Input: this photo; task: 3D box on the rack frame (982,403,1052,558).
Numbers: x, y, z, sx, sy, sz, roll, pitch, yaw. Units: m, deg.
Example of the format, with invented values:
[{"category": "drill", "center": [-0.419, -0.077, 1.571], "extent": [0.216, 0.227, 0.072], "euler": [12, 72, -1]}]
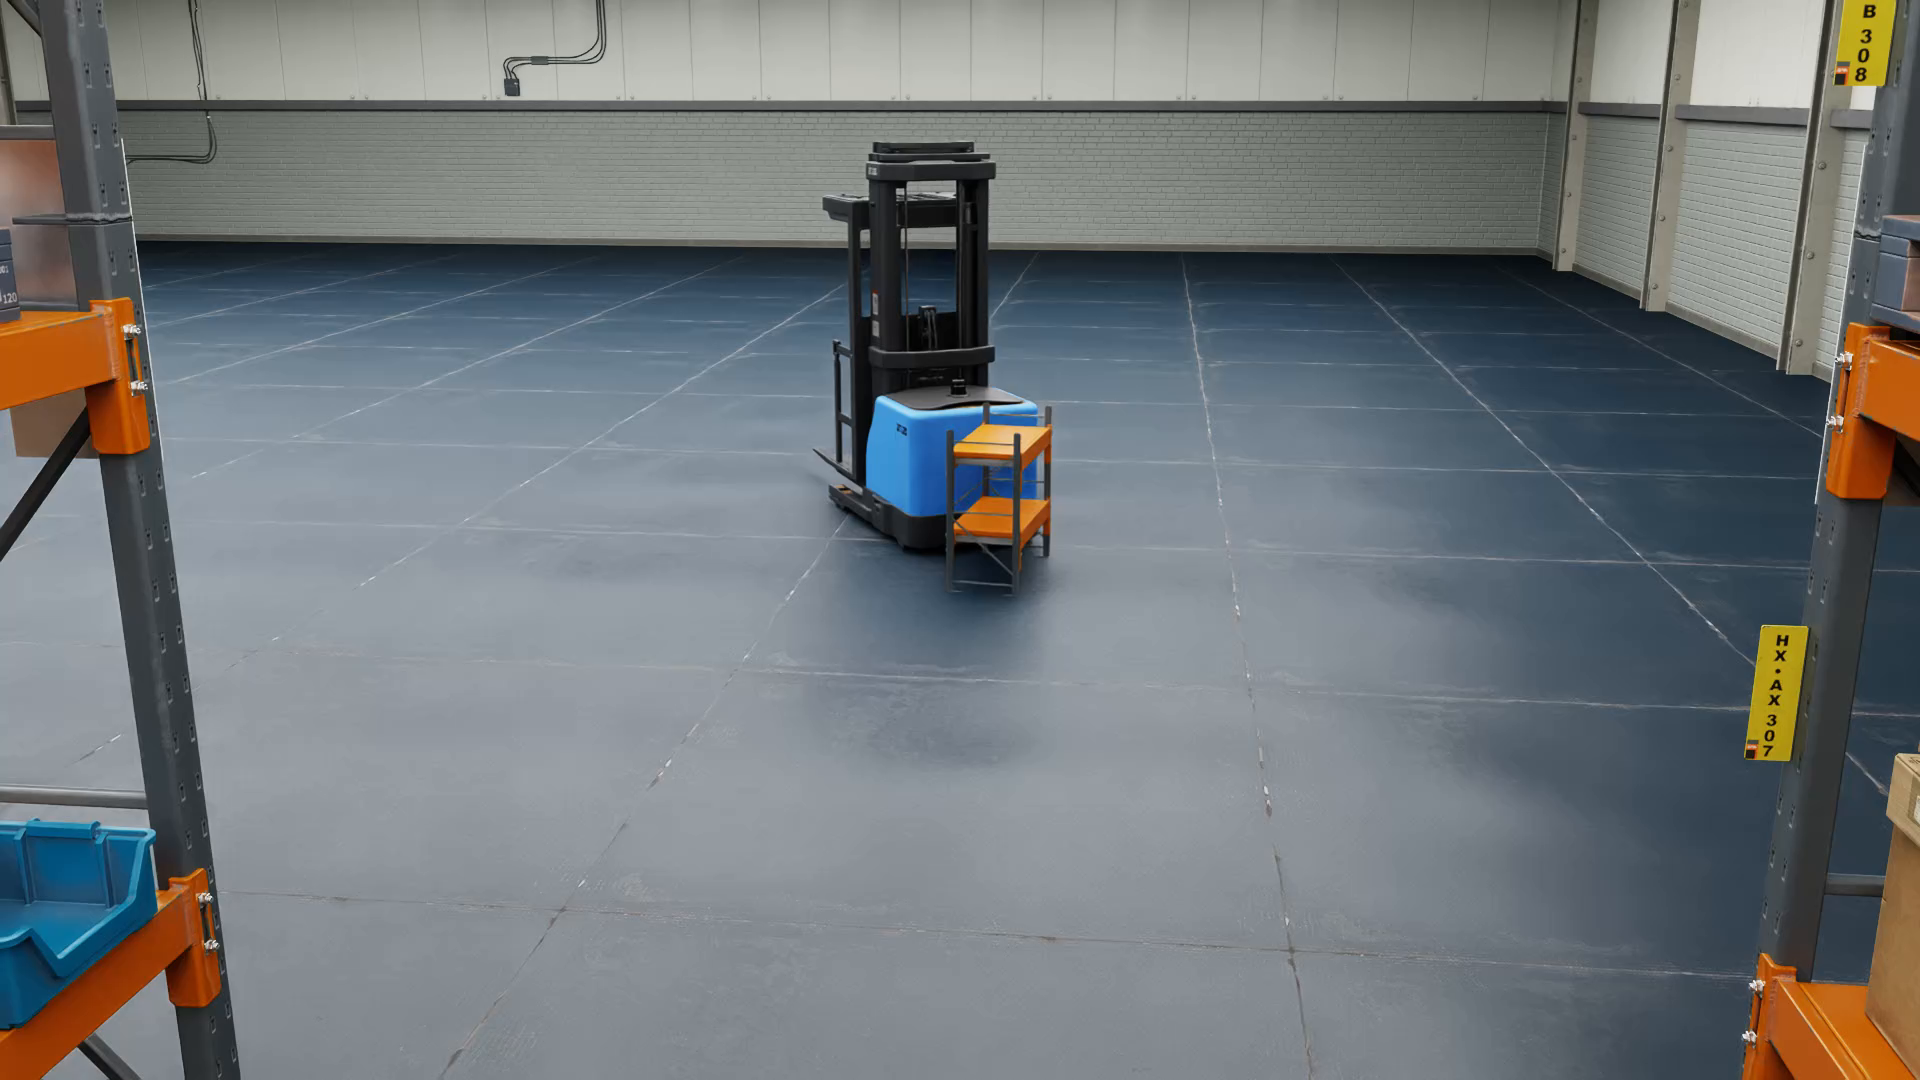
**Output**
[{"category": "rack frame", "center": [0.411, -0.430, 12.096], "extent": [0.500, 1.125, 0.032], "euler": [4, 16, 14]}]

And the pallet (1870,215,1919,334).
[{"category": "pallet", "center": [2.312, -0.397, 2.806], "extent": [1.003, 0.211, 1.213], "euler": [2, 15, 6]}]

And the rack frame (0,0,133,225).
[{"category": "rack frame", "center": [-2.504, -2.217, 3.622], "extent": [1.000, 3.000, 0.127], "euler": [2, 15, 6]}]

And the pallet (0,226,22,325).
[{"category": "pallet", "center": [-2.694, -0.466, 3.255], "extent": [1.003, 0.211, 1.213], "euler": [2, 15, 6]}]

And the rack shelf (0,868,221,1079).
[{"category": "rack shelf", "center": [-2.729, 1.545, 2.580], "extent": [1.077, 0.370, 4.000], "euler": [2, 15, 6]}]

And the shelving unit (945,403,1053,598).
[{"category": "shelving unit", "center": [0.284, -0.301, 11.621], "extent": [0.538, 1.125, 1.048], "euler": [4, 16, 14]}]

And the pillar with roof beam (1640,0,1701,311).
[{"category": "pillar with roof beam", "center": [6.551, -8.070, 25.266], "extent": [9.100, 9.000, 0.400], "euler": [2, 15, 6]}]

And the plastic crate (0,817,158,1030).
[{"category": "plastic crate", "center": [-2.263, 0.889, 3.912], "extent": [0.499, 0.251, 0.616], "euler": [2, 15, 6]}]

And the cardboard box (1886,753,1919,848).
[{"category": "cardboard box", "center": [2.159, 0.560, 3.411], "extent": [0.380, 0.149, 0.250], "euler": [2, 15, 6]}]

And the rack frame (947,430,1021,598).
[{"category": "rack frame", "center": [0.156, -0.173, 11.146], "extent": [0.500, 1.125, 0.032], "euler": [4, 16, 14]}]

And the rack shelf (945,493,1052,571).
[{"category": "rack shelf", "center": [0.284, -0.065, 11.685], "extent": [0.538, 0.278, 1.000], "euler": [4, 16, 14]}]

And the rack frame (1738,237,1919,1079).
[{"category": "rack frame", "center": [2.417, 0.826, 3.862], "extent": [1.000, 3.000, 0.127], "euler": [2, 15, 6]}]

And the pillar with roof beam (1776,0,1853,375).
[{"category": "pillar with roof beam", "center": [5.874, -6.514, 19.511], "extent": [9.100, 9.000, 0.400], "euler": [2, 15, 6]}]

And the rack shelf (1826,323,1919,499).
[{"category": "rack shelf", "center": [2.192, 0.244, 1.646], "extent": [1.077, 0.370, 4.000], "euler": [2, 15, 6]}]

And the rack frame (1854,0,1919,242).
[{"category": "rack frame", "center": [2.417, -2.070, 3.079], "extent": [1.000, 3.000, 0.127], "euler": [2, 15, 6]}]

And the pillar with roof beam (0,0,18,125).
[{"category": "pillar with roof beam", "center": [-15.516, -10.300, 33.514], "extent": [9.100, 9.000, 0.400], "euler": [2, 15, 6]}]

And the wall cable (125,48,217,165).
[{"category": "wall cable", "center": [-18.147, -9.653, 37.070], "extent": [3.097, 2.526, 0.112], "euler": [2, 15, 6]}]

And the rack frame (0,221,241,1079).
[{"category": "rack frame", "center": [-2.504, 0.679, 4.405], "extent": [1.000, 3.000, 0.127], "euler": [2, 15, 6]}]

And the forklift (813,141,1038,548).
[{"category": "forklift", "center": [-0.432, -1.692, 13.305], "extent": [1.130, 2.935, 3.031], "euler": [-6, 16, -21]}]

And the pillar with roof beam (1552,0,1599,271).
[{"category": "pillar with roof beam", "center": [7.228, -9.626, 31.021], "extent": [9.100, 9.000, 0.400], "euler": [2, 15, 6]}]

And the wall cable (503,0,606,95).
[{"category": "wall cable", "center": [-8.716, -12.510, 35.172], "extent": [2.305, 6.003, 0.169], "euler": [2, 15, 6]}]

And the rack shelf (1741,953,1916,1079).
[{"category": "rack shelf", "center": [2.192, 1.692, 2.037], "extent": [1.077, 0.370, 4.000], "euler": [2, 15, 6]}]

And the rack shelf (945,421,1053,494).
[{"category": "rack shelf", "center": [0.284, -0.584, 11.545], "extent": [0.538, 0.278, 1.000], "euler": [4, 16, 14]}]

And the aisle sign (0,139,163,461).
[{"category": "aisle sign", "center": [-2.201, -0.586, 4.102], "extent": [0.394, 0.787, 0.004], "euler": [2, 15, 6]}]

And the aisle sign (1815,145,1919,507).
[{"category": "aisle sign", "center": [2.121, -0.455, 3.619], "extent": [0.394, 0.787, 0.004], "euler": [2, 15, 6]}]

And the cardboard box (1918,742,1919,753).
[{"category": "cardboard box", "center": [2.346, 0.286, 3.182], "extent": [0.700, 0.500, 0.500], "euler": [2, 15, 6]}]

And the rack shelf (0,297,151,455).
[{"category": "rack shelf", "center": [-2.729, 0.097, 2.189], "extent": [1.077, 0.370, 4.000], "euler": [2, 15, 6]}]

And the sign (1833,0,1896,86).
[{"category": "sign", "center": [1.867, -1.100, 3.412], "extent": [0.100, 0.325, 0.005], "euler": [2, 15, 6]}]

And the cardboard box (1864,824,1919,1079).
[{"category": "cardboard box", "center": [2.352, 0.898, 3.402], "extent": [0.700, 0.500, 0.500], "euler": [2, 15, 6]}]

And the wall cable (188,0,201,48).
[{"category": "wall cable", "center": [-15.459, -12.011, 36.116], "extent": [3.097, 2.526, 0.112], "euler": [2, 15, 6]}]

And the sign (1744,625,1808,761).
[{"category": "sign", "center": [1.867, 0.352, 3.804], "extent": [0.100, 0.325, 0.005], "euler": [2, 15, 6]}]
